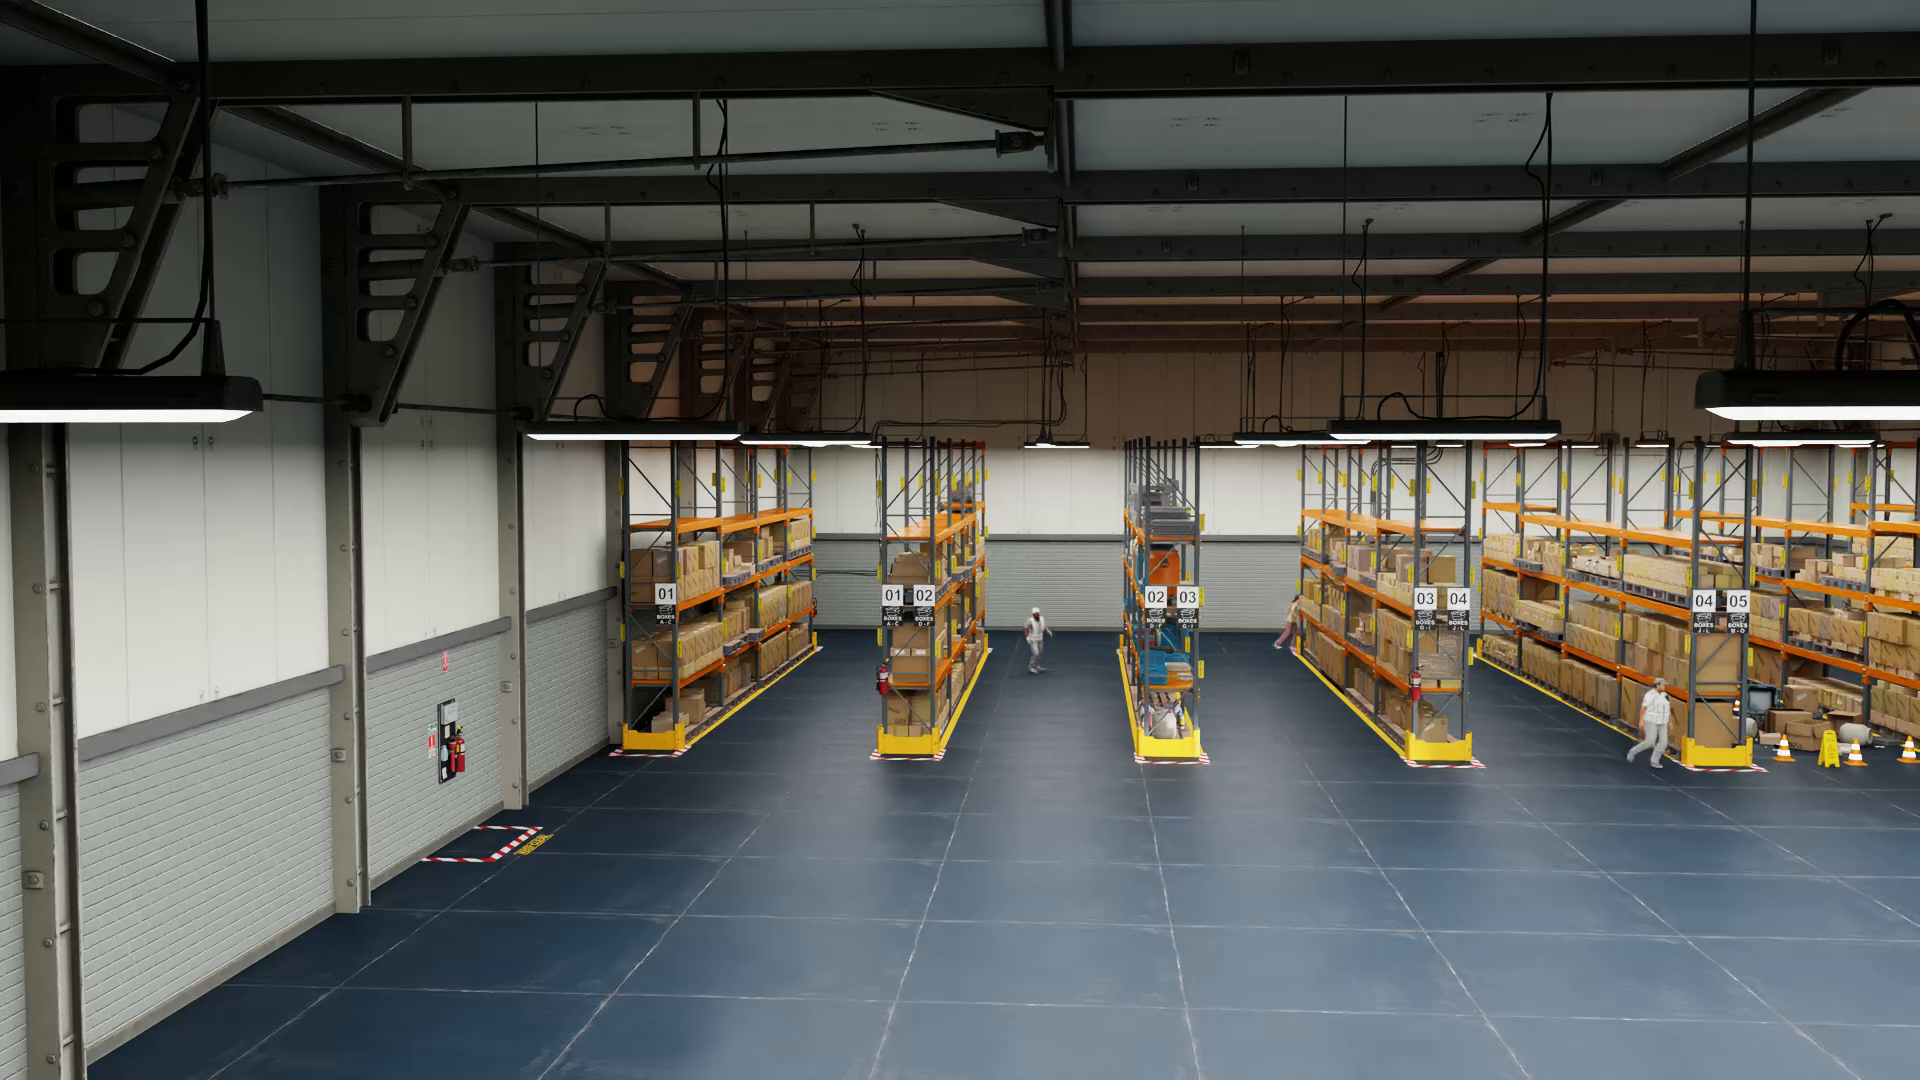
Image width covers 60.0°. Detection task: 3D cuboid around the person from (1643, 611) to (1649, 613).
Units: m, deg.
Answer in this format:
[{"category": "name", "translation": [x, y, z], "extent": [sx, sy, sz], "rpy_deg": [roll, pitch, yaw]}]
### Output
[{"category": "person", "translation": [17.254, 2.621, 41.899], "extent": [0.663, 1.693, 0.926], "rpy_deg": [-1, 3, -11]}]

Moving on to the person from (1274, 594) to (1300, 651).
[{"category": "person", "translation": [9.449, 2.369, 47.794], "extent": [0.820, 1.630, 0.571], "rpy_deg": [1, 3, 22]}]

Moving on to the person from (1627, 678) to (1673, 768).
[{"category": "person", "translation": [12.465, 3.285, 29.998], "extent": [0.669, 1.626, 0.566], "rpy_deg": [-1, 3, -19]}]

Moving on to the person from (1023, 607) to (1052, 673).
[{"category": "person", "translation": [2.002, 2.584, 43.011], "extent": [0.721, 1.717, 0.784], "rpy_deg": [-2, 4, -38]}]
